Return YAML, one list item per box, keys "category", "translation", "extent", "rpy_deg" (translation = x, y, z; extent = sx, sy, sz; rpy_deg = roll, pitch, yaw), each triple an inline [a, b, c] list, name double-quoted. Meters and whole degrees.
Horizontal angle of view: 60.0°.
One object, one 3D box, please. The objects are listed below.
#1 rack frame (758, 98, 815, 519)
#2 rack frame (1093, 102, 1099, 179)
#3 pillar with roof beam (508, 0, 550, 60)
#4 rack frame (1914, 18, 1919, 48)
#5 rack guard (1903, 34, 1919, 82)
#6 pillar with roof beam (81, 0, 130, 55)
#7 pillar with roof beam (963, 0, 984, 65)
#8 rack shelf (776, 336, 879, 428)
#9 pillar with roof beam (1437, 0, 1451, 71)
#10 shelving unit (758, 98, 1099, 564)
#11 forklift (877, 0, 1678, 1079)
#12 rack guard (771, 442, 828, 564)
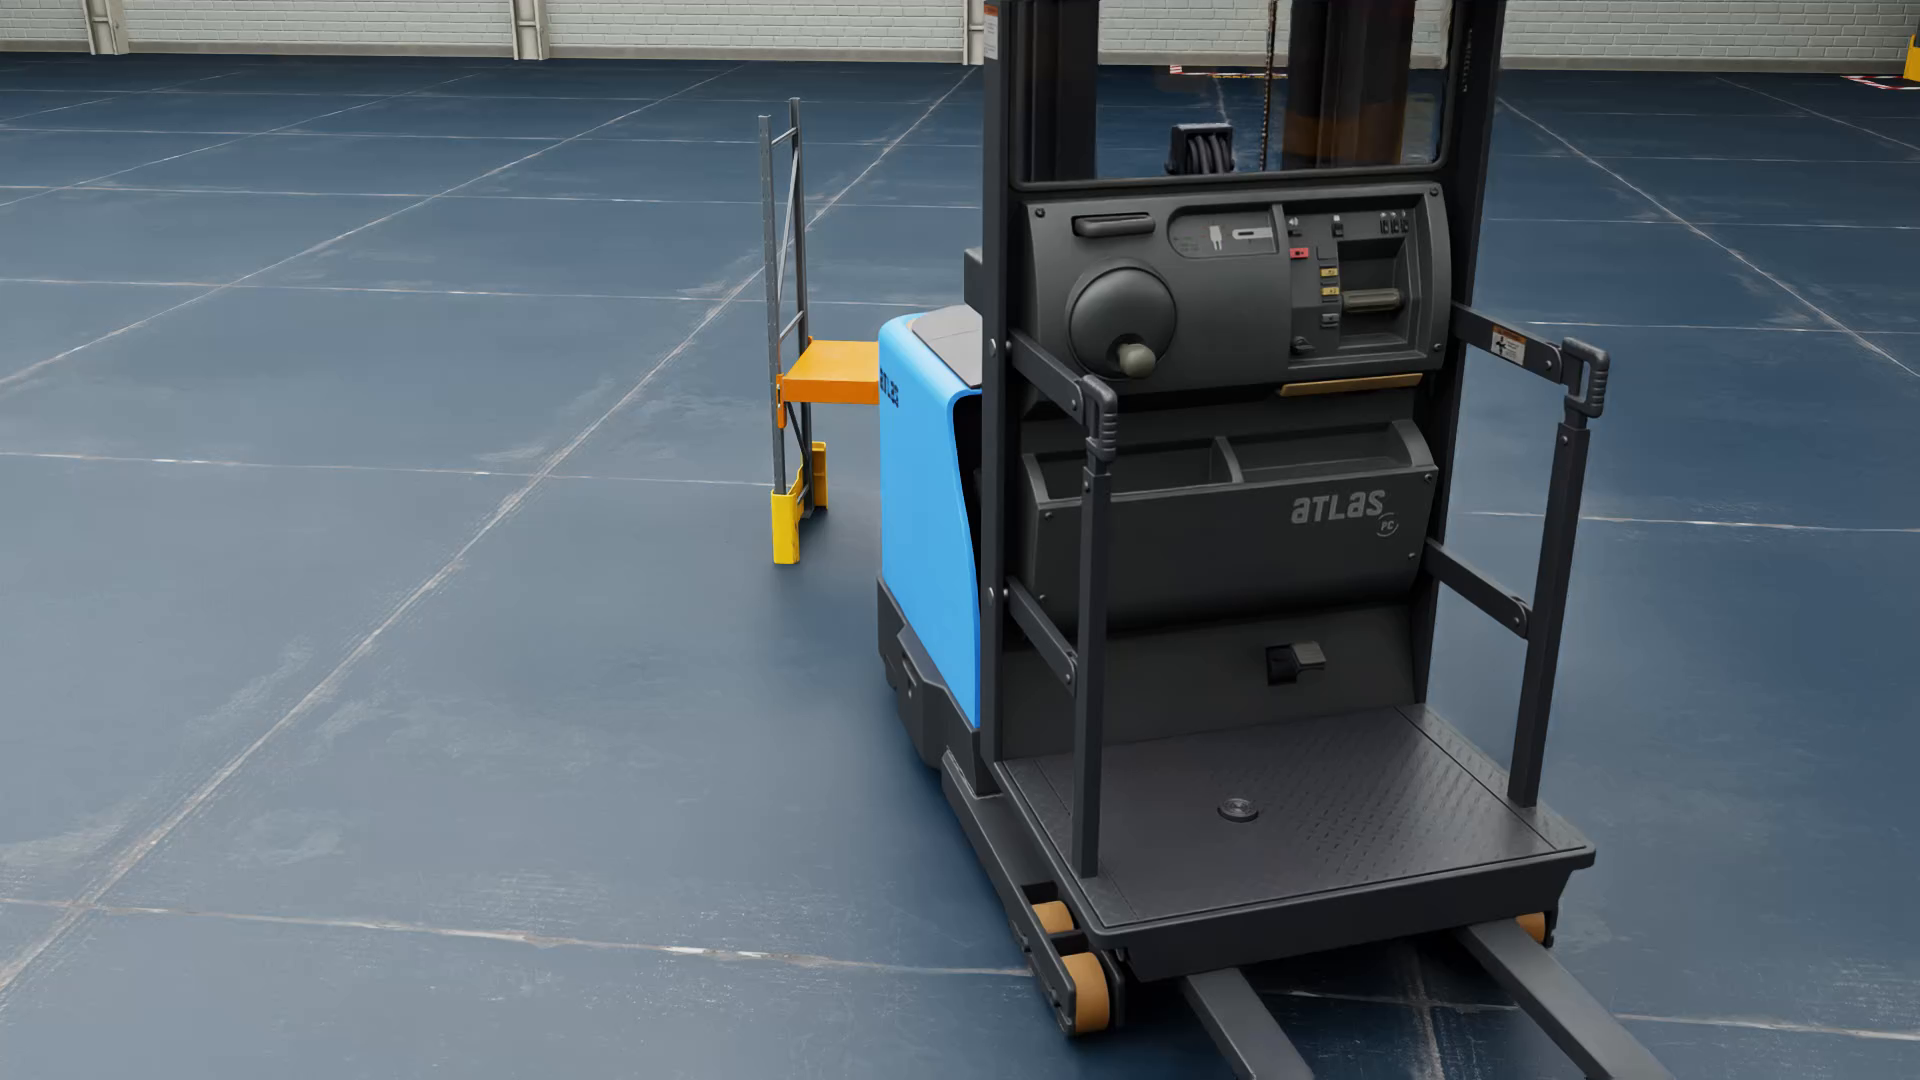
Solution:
- category: "rack frame"
  translation: [-0.590, -0.723, 5.729]
  extent: [0.032, 1.500, 0.500]
  rpy_deg: [2, 22, 6]
- category: "rack frame"
  translation: [0.420, -0.679, 5.618]
  extent: [0.032, 1.500, 0.500]
  rpy_deg: [2, 22, 6]
- category: "pillar with roof beam"
  translation: [-6.211, -9.037, 16.559]
  extent: [0.400, 9.000, 9.100]
  rpy_deg: [2, 22, 6]
- category: "rack frame"
  translation: [11.373, -6.755, 18.945]
  extent: [0.127, 3.000, 1.000]
  rpy_deg: [2, 22, 6]
- category: "rack guard"
  translation: [11.449, -5.589, 19.396]
  extent: [0.348, 0.500, 1.175]
  rpy_deg: [2, 22, 6]
- category: "pillar with roof beam"
  translation: [-12.170, -9.297, 17.215]
  extent: [0.400, 9.000, 9.100]
  rpy_deg: [2, 22, 6]
- category: "pillar with roof beam"
  translation: [-0.253, -8.777, 15.902]
  extent: [0.400, 9.000, 9.100]
  rpy_deg: [2, 22, 6]
- category: "rack shelf"
  translation: [-0.085, -0.534, 5.740]
  extent: [1.000, 0.185, 0.538]
  rpy_deg: [2, 22, 6]
- category: "pillar with roof beam"
  translation: [5.705, -8.518, 15.245]
  extent: [0.400, 9.000, 9.100]
  rpy_deg: [2, 22, 6]
- category: "shelving unit"
  translation: [-0.076, -0.701, 5.672]
  extent: [1.083, 1.500, 0.587]
  rpy_deg: [2, 22, 6]
- category: "forklift"
  translation: [0.650, -0.515, 3.255]
  extent: [1.130, 2.935, 3.031]
  rpy_deg: [-6, 22, -15]
- category: "rack guard"
  translation: [-0.570, -0.141, 5.957]
  extent: [0.087, 0.250, 0.587]
  rpy_deg: [2, 22, 6]
